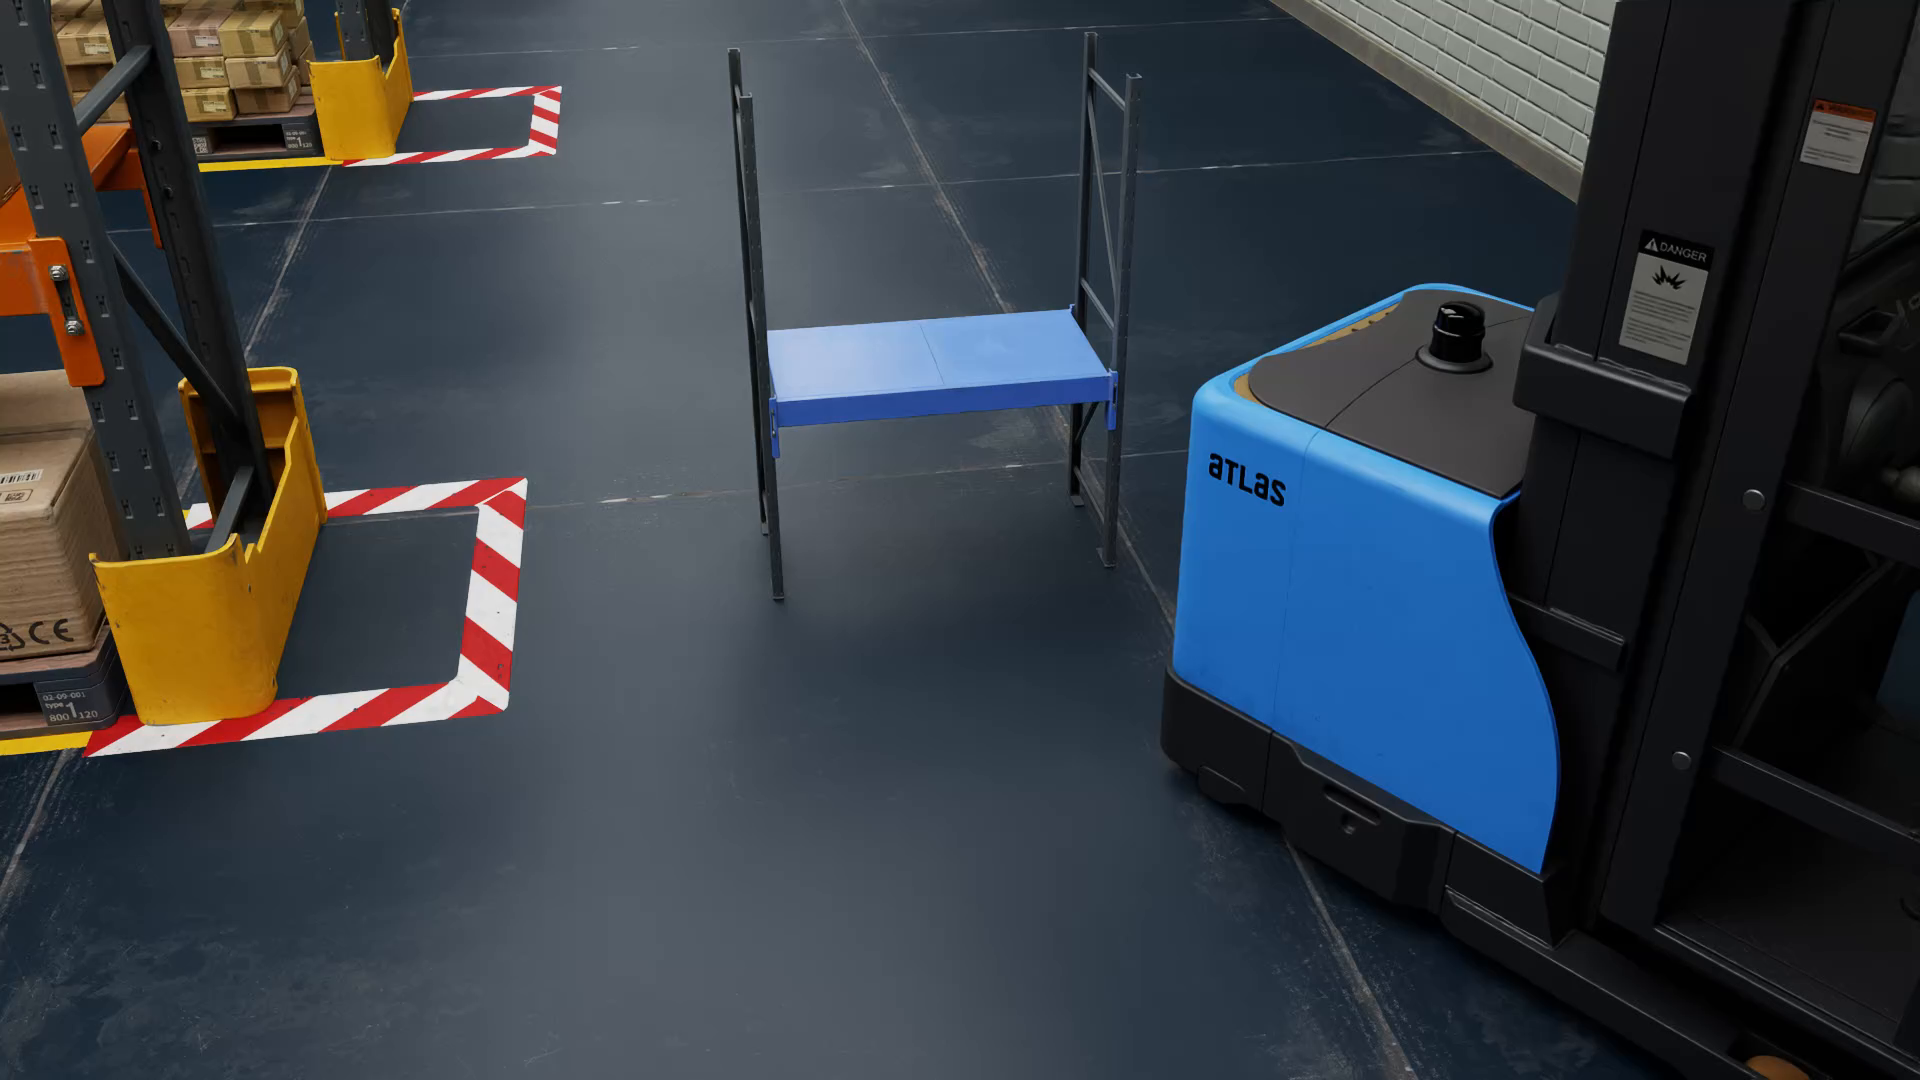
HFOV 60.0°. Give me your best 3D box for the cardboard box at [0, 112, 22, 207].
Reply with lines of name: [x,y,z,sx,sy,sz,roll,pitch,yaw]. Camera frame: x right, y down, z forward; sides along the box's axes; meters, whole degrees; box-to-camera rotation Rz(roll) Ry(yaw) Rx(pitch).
cardboard box: [-2.574,-0.965,3.833,0.500,0.500,0.500,-5,31,-9]

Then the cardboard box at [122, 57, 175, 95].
cardboard box: [-4.117,-2.398,8.474,0.250,0.149,0.380,-7,31,-11]

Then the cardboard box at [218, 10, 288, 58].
cardboard box: [-3.613,-2.591,8.508,0.250,0.149,0.380,-5,31,-8]

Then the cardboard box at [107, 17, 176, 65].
cardboard box: [-4.102,-2.509,8.370,0.250,0.149,0.380,-6,31,-10]

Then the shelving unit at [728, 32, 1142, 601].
shelving unit: [-0.084,-0.639,4.857,1.048,1.500,0.538,-5,31,-9]

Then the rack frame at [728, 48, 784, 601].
rack frame: [-0.584,-0.592,4.778,0.032,1.500,0.500,-5,31,-9]

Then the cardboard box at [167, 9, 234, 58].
cardboard box: [-3.871,-2.596,8.518,0.250,0.149,0.380,-5,31,-8]

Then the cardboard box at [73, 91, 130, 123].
cardboard box: [-4.369,-2.273,8.554,0.250,0.149,0.380,-5,31,-8]

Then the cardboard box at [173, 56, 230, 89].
cardboard box: [-3.873,-2.450,8.562,0.250,0.149,0.380,-6,31,-10]

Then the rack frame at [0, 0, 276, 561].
rack frame: [-2.147,-1.098,4.158,0.127,3.000,1.000,-5,31,-9]

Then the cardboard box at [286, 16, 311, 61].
cardboard box: [-3.700,-2.717,9.017,0.250,0.149,0.380,-4,31,-7]

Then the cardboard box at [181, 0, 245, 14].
cardboard box: [-3.964,-2.802,8.867,0.250,0.149,0.380,-5,31,-8]

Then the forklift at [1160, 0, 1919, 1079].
forklift: [1.886,-0.310,2.885,1.130,2.935,3.031,-26,39,-36]

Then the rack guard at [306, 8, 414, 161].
rack guard: [-3.213,-2.472,8.961,0.348,0.500,1.175,-5,31,-9]

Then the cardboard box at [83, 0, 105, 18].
cardboard box: [-4.464,-2.779,8.828,0.250,0.149,0.380,-7,31,-11]

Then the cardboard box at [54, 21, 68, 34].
cardboard box: [-4.623,-2.465,8.294,0.250,0.149,0.380,-4,31,-7]

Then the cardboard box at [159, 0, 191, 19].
cardboard box: [-4.235,-2.843,8.936,0.250,0.149,0.380,-5,31,-9]

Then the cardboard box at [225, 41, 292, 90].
cardboard box: [-3.606,-2.447,8.556,0.250,0.149,0.380,-6,31,-10]

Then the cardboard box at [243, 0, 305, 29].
cardboard box: [-3.715,-2.887,9.012,0.250,0.149,0.380,-7,31,-11]

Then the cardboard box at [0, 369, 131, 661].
cardboard box: [-2.778,-0.064,4.514,0.875,0.438,0.875,-6,31,-11]

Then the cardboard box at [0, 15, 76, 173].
cardboard box: [-2.671,-1.240,4.302,0.500,0.500,0.500,-6,31,-9]

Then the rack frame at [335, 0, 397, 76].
rack frame: [-3.138,-3.557,8.340,0.127,3.000,1.000,-5,31,-9]

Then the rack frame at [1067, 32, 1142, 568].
rack frame: [0.416,-0.685,4.936,0.032,1.500,0.500,-5,31,-9]

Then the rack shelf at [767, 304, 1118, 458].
rack shelf: [-0.084,-0.484,4.948,1.000,0.185,0.538,-5,31,-9]

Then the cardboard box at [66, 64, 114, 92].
cardboard box: [-4.399,-2.425,8.520,0.250,0.149,0.380,-6,31,-10]

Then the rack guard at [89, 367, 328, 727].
rack guard: [-2.123,-0.023,4.795,0.348,0.500,1.175,-5,31,-9]

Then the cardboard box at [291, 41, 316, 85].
cardboard box: [-3.711,-2.621,9.146,0.250,0.149,0.380,-5,31,-8]

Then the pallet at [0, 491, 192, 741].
pallet: [-2.919,0.216,4.674,1.213,0.211,1.003,-5,31,-9]

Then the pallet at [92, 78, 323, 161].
pallet: [-4.018,-2.291,8.938,1.213,0.211,1.003,-5,31,-9]

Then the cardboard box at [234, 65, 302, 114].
cardboard box: [-3.618,-2.357,8.697,0.250,0.149,0.380,-5,31,-8]

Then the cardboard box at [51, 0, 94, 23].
cardboard box: [-4.739,-2.758,8.793,0.250,0.149,0.380,-4,31,-7]

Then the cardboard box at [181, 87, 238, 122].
cardboard box: [-3.853,-2.283,8.571,0.250,0.149,0.380,-4,31,-7]

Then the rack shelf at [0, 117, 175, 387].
rack shelf: [-4.114,-0.605,4.030,4.000,0.370,1.077,-5,31,-9]

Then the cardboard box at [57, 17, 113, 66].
cardboard box: [-4.369,-2.517,8.383,0.250,0.149,0.380,-7,31,-11]
